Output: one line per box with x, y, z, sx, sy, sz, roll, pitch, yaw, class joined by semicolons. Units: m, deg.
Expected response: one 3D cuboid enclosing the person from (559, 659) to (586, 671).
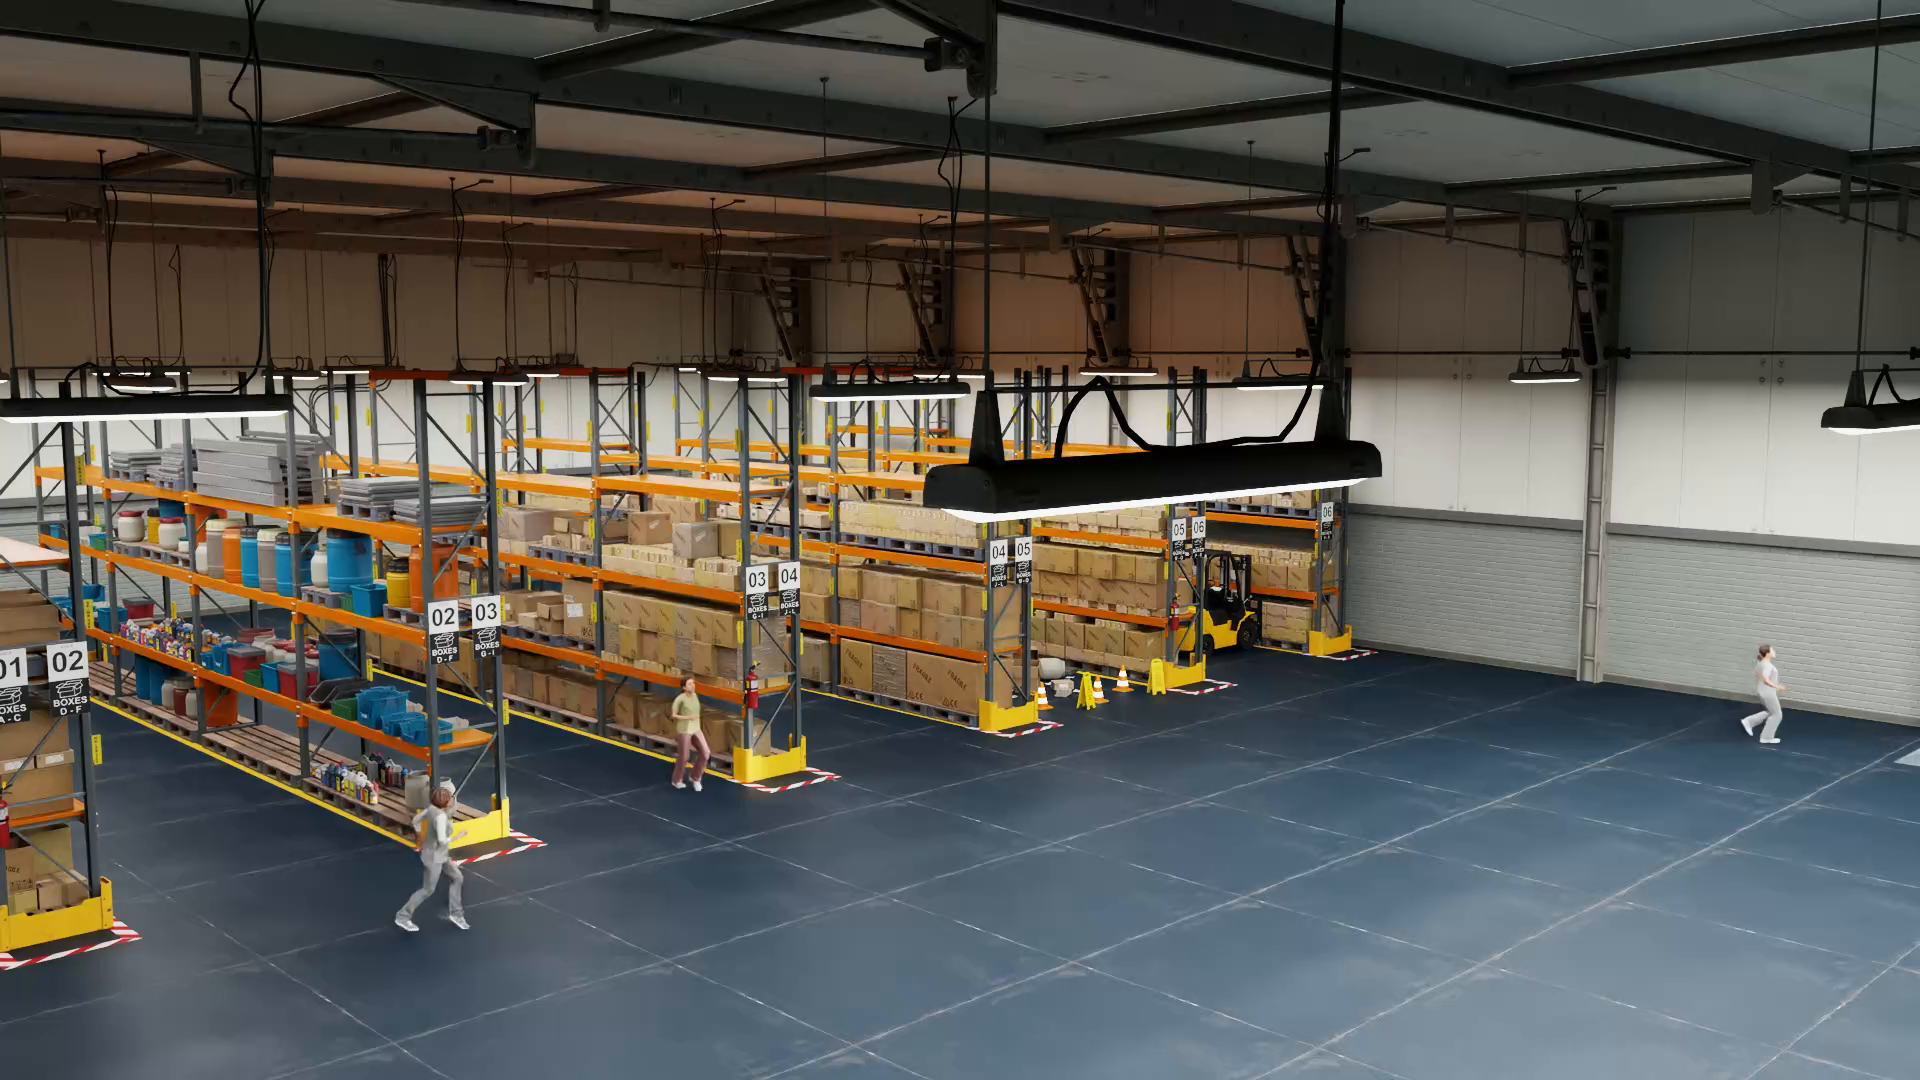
-7.492;1.827;32.350;0.801;1.739;0.700;5;8;36;person

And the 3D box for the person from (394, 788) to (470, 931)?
-5.750;3.508;18.094;0.793;1.626;0.561;-3;7;-24;person

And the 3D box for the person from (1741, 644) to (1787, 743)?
13.033;2.485;26.951;0.594;1.618;0.562;1;7;12;person

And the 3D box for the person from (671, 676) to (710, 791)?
-3.901;2.807;24.005;0.609;1.707;0.589;6;9;41;person
